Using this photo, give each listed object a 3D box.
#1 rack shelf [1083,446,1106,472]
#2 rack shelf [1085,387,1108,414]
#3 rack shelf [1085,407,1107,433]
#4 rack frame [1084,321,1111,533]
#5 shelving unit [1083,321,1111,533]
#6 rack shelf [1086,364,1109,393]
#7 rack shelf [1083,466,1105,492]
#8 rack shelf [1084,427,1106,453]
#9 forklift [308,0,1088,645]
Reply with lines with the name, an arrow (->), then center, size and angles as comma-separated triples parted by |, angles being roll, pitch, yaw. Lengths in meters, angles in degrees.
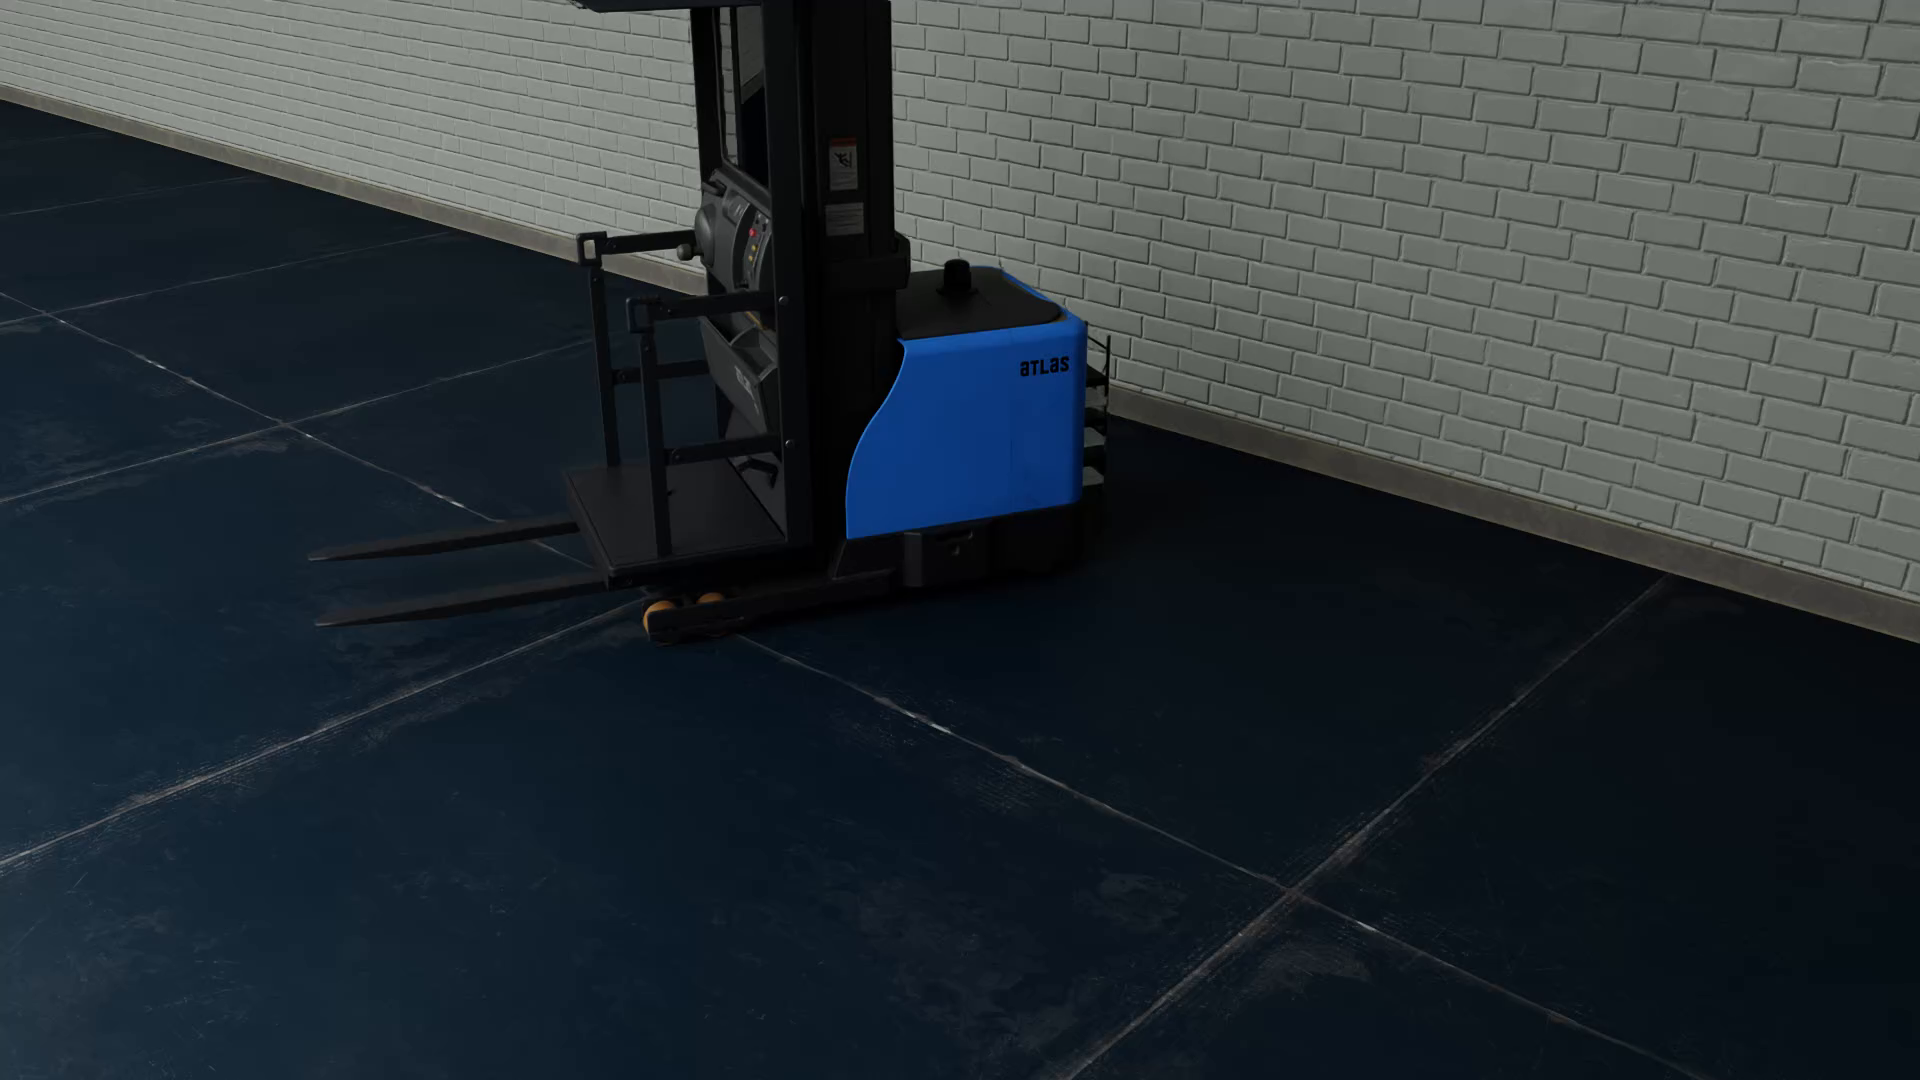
rack shelf -> 0.488, -0.360, 7.255 | 0.200, 0.077, 0.258 | -9, 26, -20
rack shelf -> 0.488, -0.607, 7.144 | 0.200, 0.077, 0.258 | -9, 26, -20
rack shelf -> 0.488, -0.524, 7.181 | 0.200, 0.077, 0.258 | -9, 26, -20
rack frame -> 0.583, -0.488, 7.239 | 0.006, 0.900, 0.240 | -9, 26, -20
shelving unit -> 0.488, -0.473, 7.204 | 0.210, 0.900, 0.258 | -9, 26, -20
rack shelf -> 0.488, -0.689, 7.108 | 0.200, 0.077, 0.258 | -9, 26, -20
rack shelf -> 0.488, -0.278, 7.292 | 0.200, 0.077, 0.258 | -9, 26, -20
rack shelf -> 0.488, -0.442, 7.218 | 0.200, 0.077, 0.258 | -9, 26, -20
forklift -> -1.048, -1.180, 6.300 | 3.031, 2.935, 1.130 | -9, 26, -20
